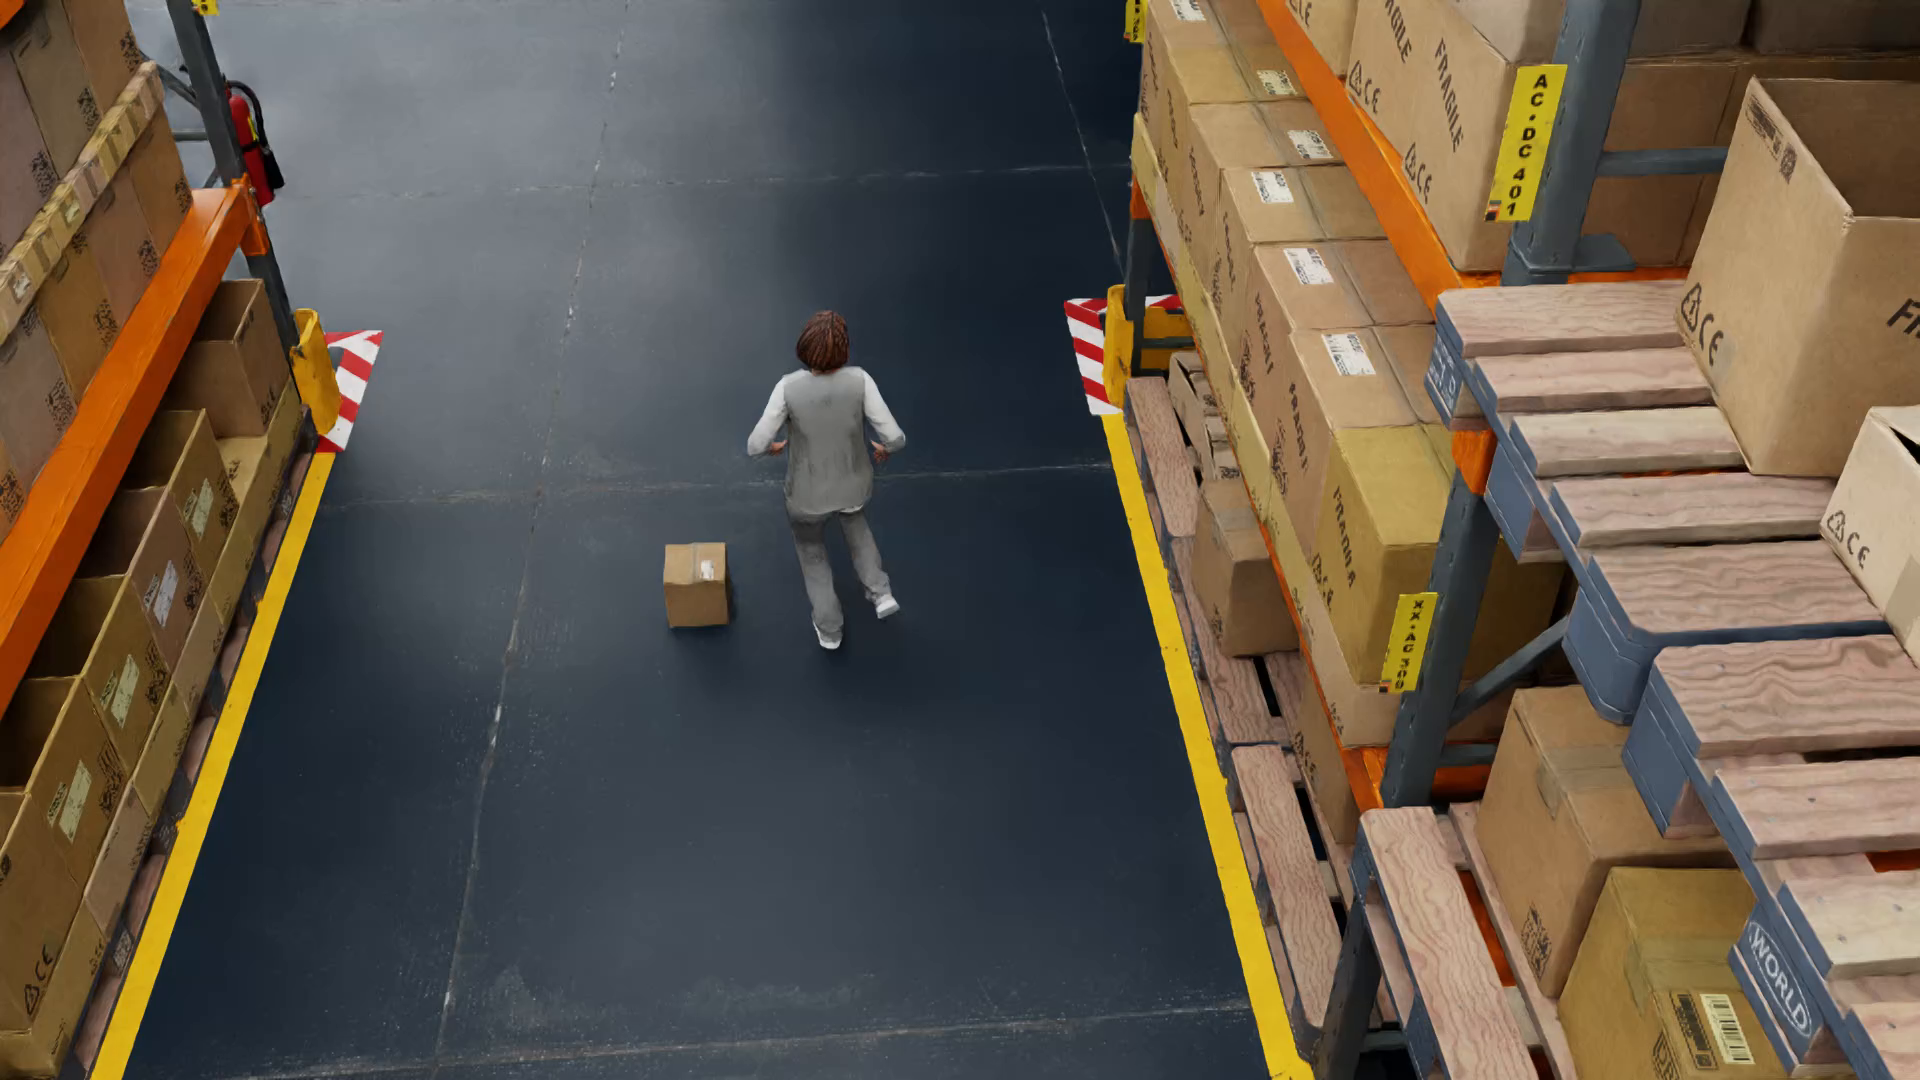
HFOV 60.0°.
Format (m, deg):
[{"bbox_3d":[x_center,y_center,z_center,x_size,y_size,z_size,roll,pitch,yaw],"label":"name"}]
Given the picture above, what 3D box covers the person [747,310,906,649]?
[{"bbox_3d":[-0.536,-0.229,6.467,0.579,1.567,0.442,-13,41,-15],"label":"person"}]
